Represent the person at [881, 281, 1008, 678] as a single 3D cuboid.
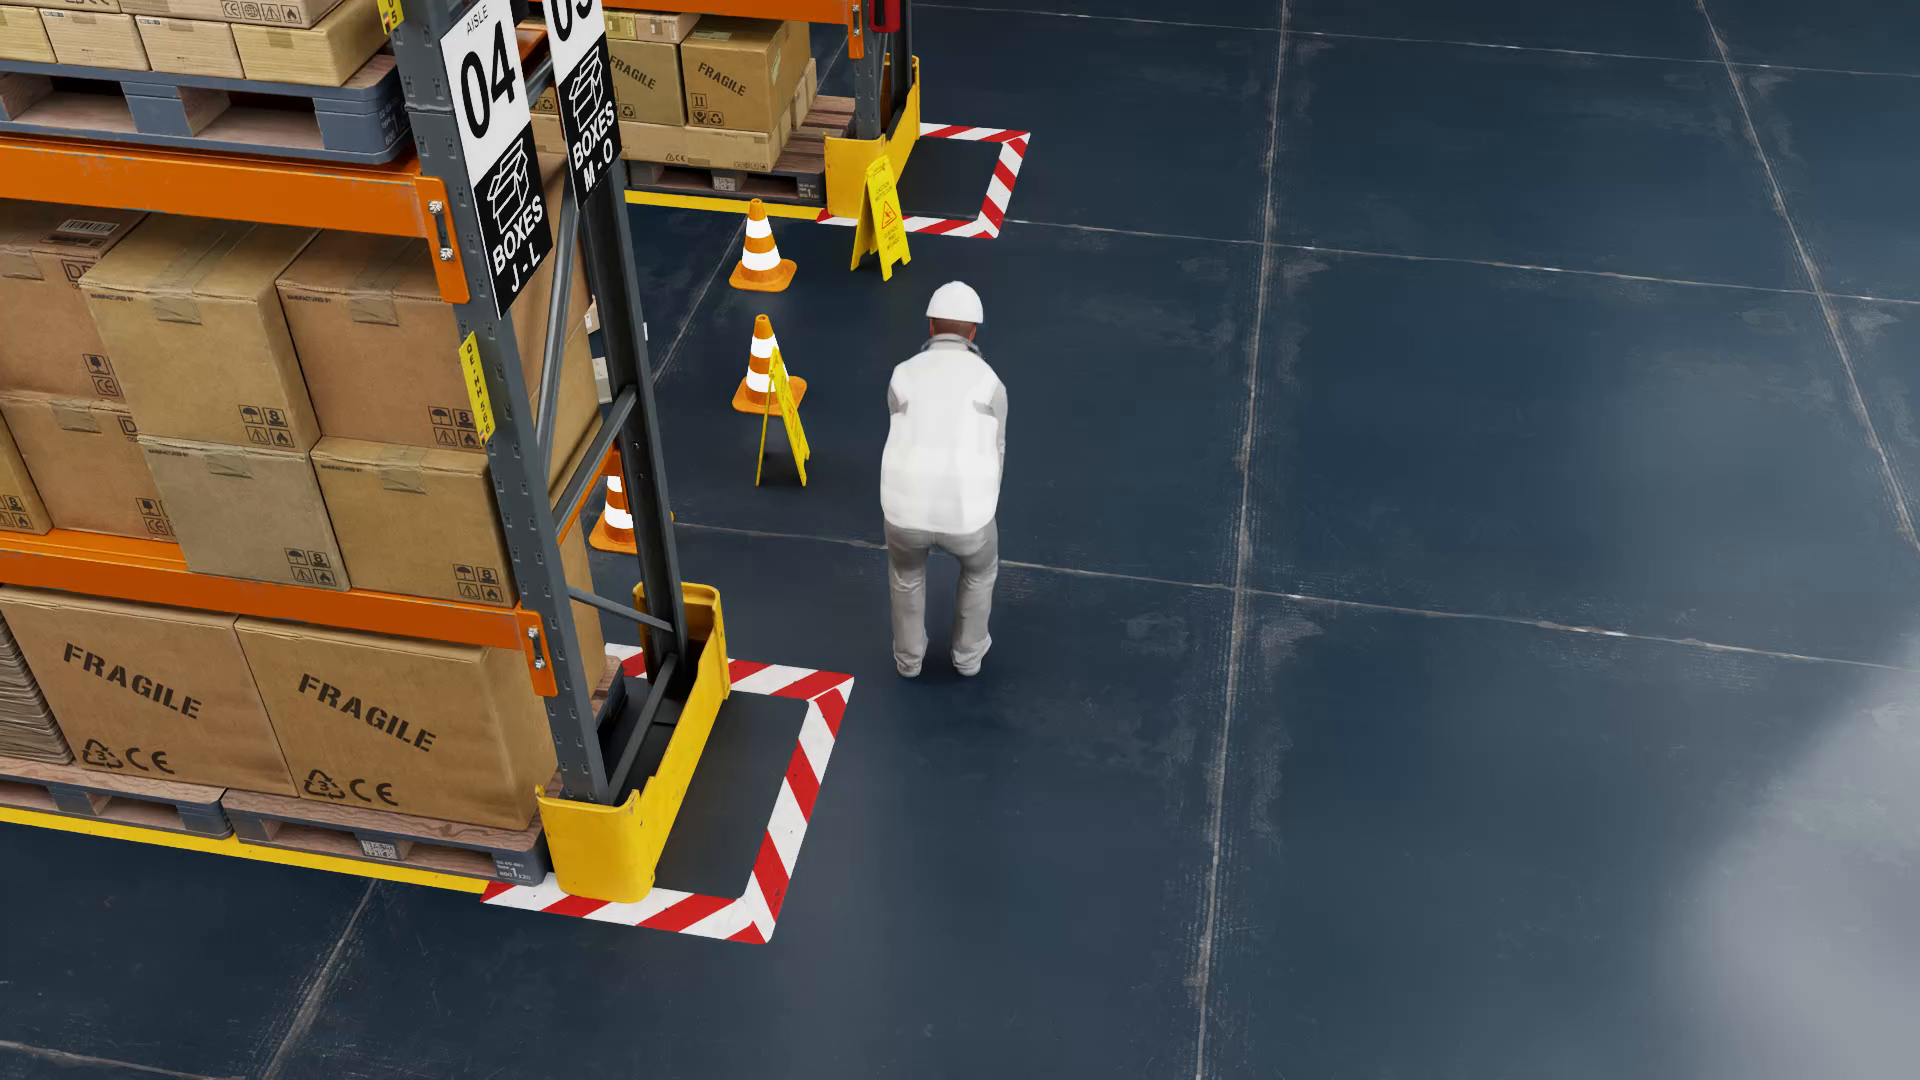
[{"bbox_3d":[-0.057,-0.197,6.564,0.472,1.525,0.842,6,41,7],"label":"person"}]
